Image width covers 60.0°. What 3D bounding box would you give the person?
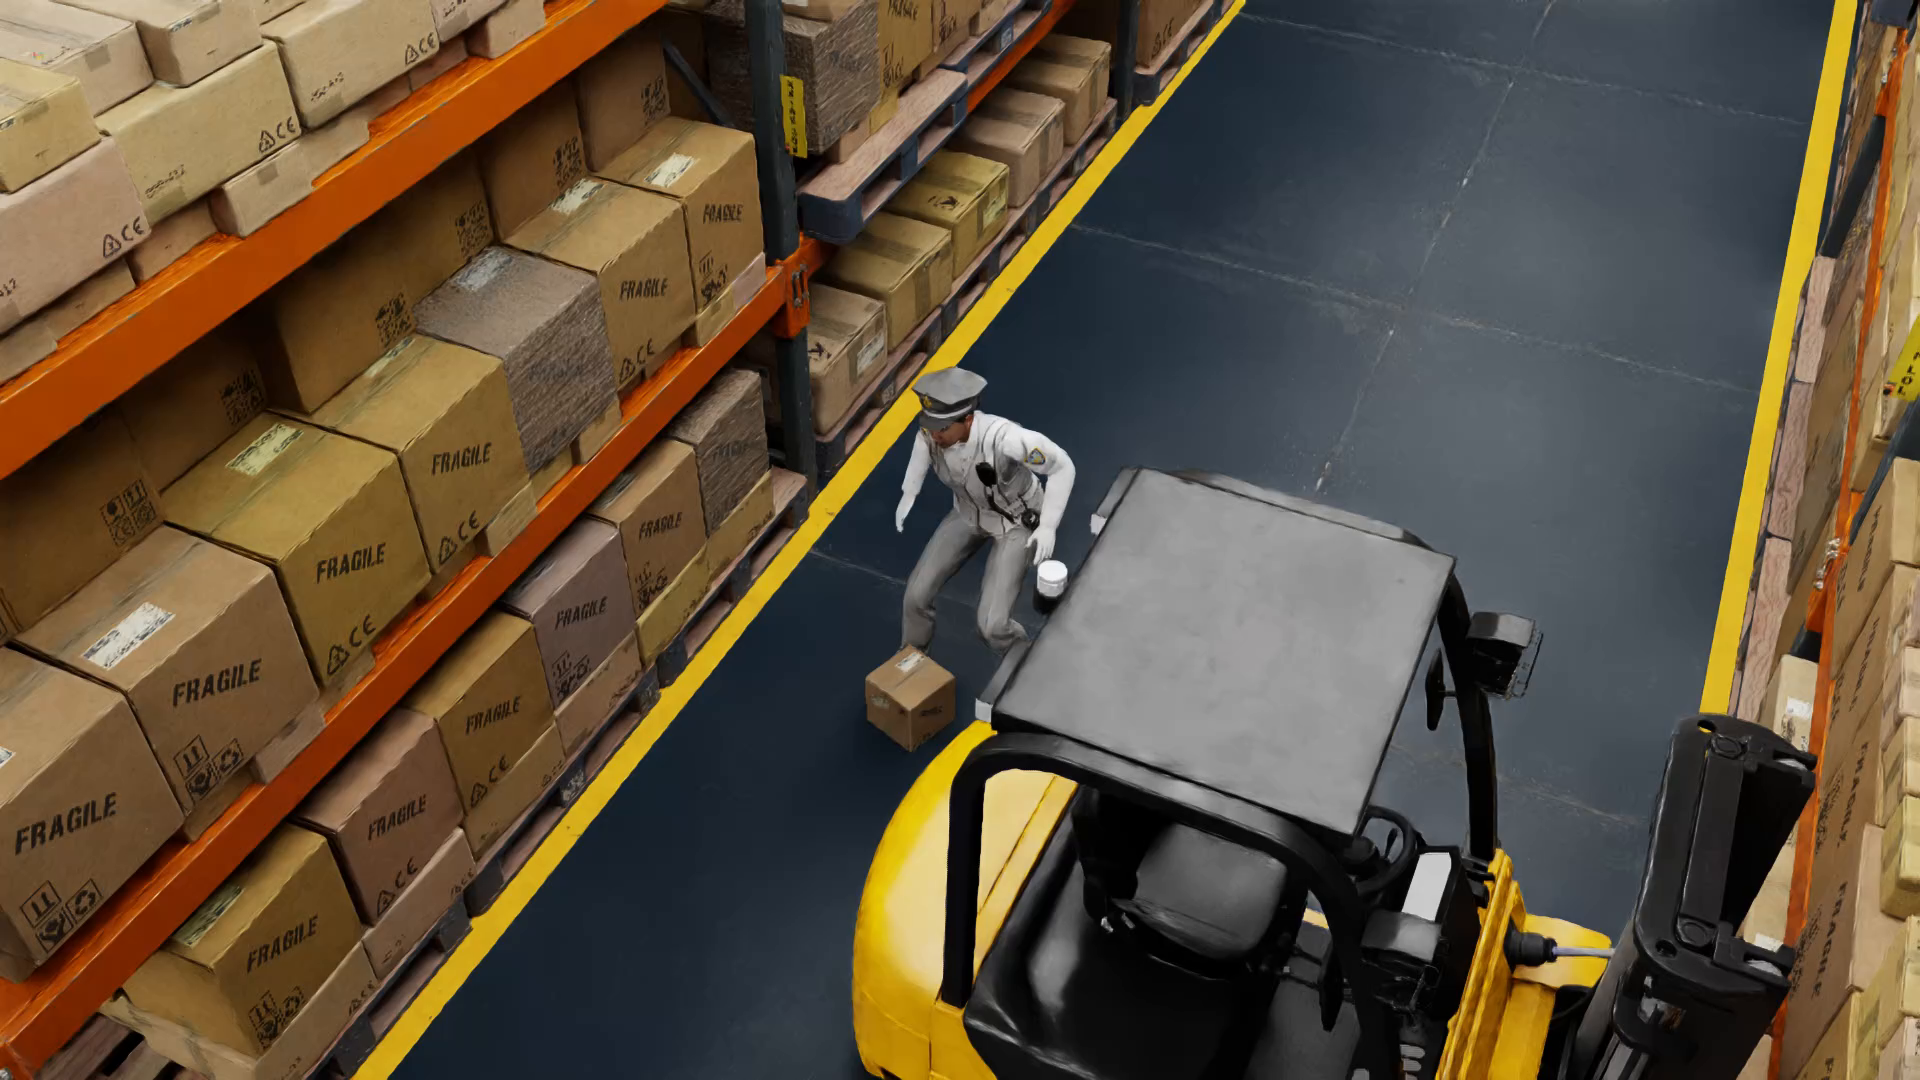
[{"bbox_3d":[0.000,0.002,6.292,0.711,1.486,0.744,27,49,27],"label":"person"}]
